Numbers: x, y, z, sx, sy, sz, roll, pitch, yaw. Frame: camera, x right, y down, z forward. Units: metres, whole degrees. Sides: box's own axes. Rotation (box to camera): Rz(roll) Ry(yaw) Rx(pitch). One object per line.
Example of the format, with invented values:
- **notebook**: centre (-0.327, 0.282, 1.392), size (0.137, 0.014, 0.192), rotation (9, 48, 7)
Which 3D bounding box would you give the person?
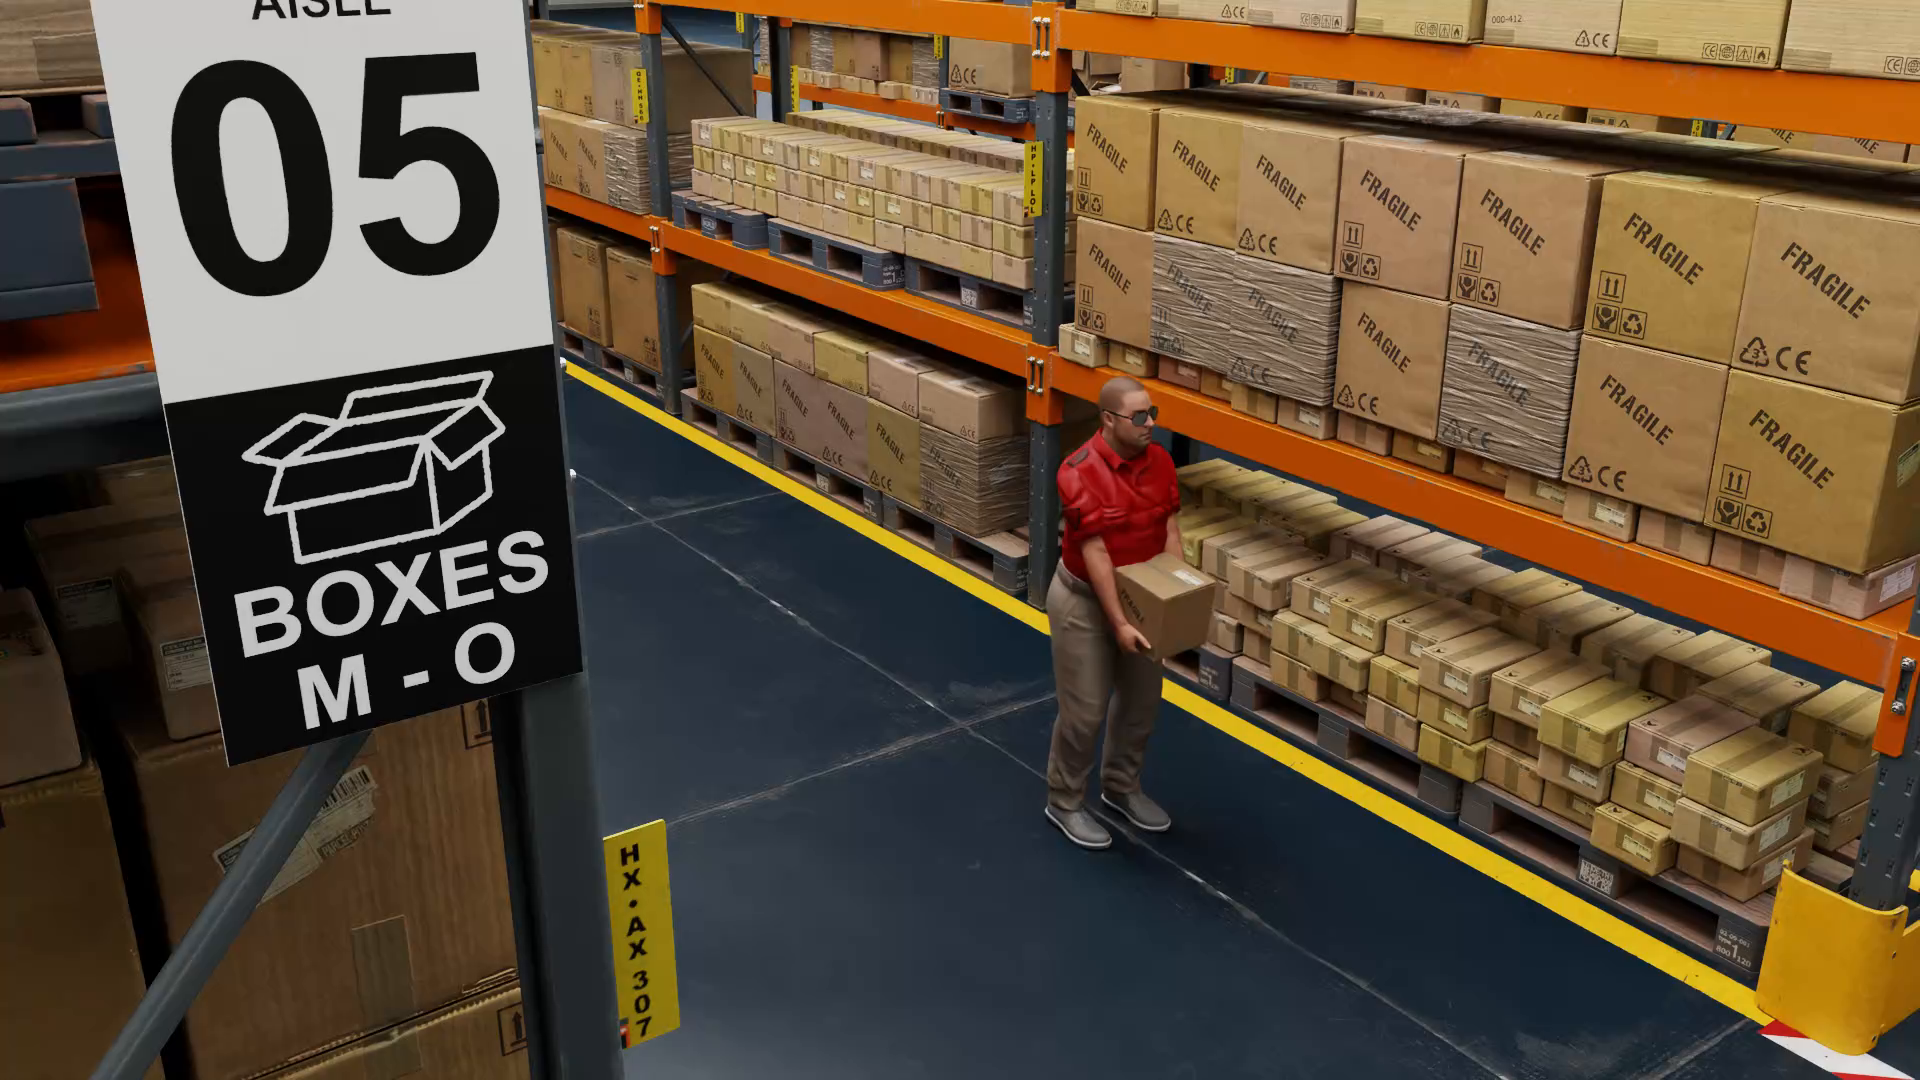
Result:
- **person**: centre (0.597, 0.269, 5.929), size (0.489, 1.726, 0.553), rotation (-15, 26, -34)
